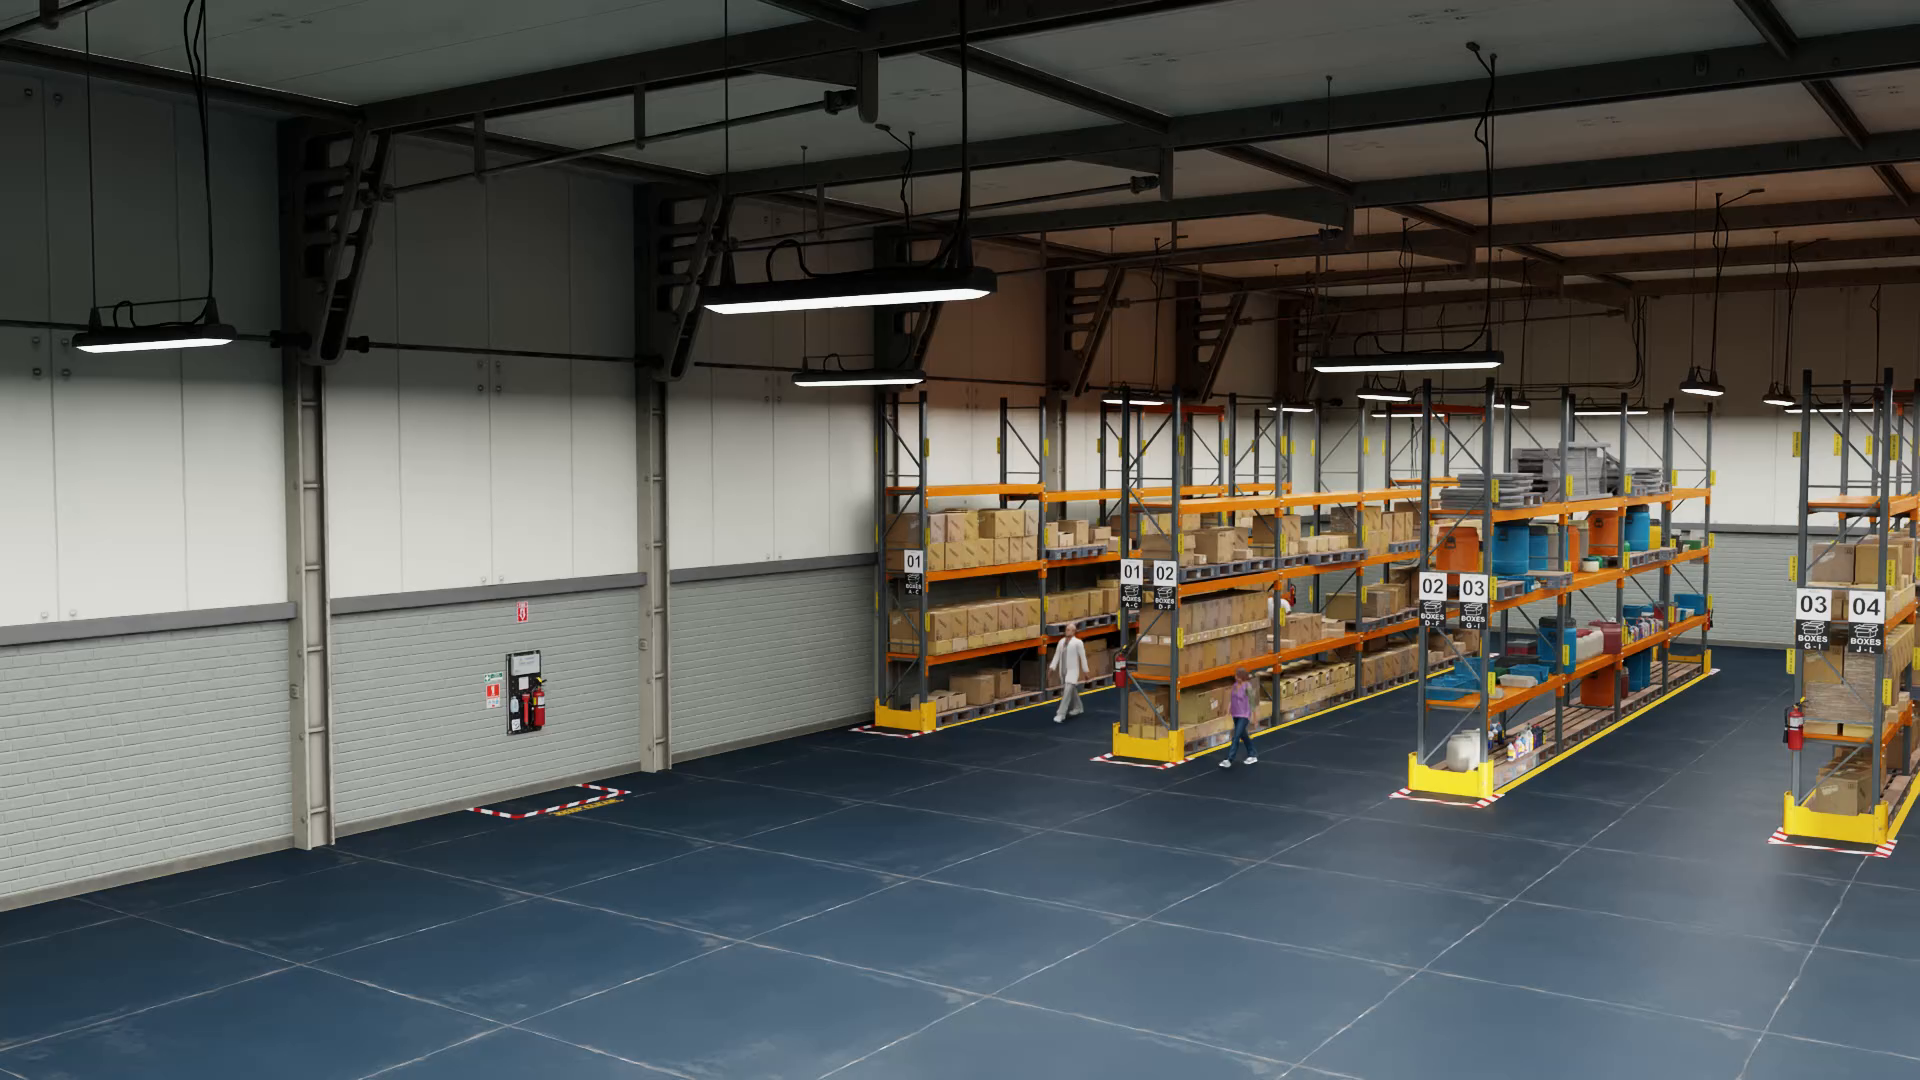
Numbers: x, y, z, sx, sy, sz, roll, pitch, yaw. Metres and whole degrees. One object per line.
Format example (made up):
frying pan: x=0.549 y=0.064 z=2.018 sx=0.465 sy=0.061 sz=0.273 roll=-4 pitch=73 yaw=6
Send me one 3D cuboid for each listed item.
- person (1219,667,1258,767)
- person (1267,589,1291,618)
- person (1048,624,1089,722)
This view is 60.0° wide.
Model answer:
person: x=4.329 y=2.767 z=26.017 sx=0.930 sy=1.549 sz=0.453 roll=-2 pitch=4 yaw=-28
person: x=7.431 y=1.985 z=38.967 sx=0.705 sy=1.760 sz=0.975 roll=1 pitch=3 yaw=22
person: x=1.983 y=2.418 z=30.586 sx=0.663 sy=1.723 sz=1.101 roll=3 pitch=4 yaw=43
